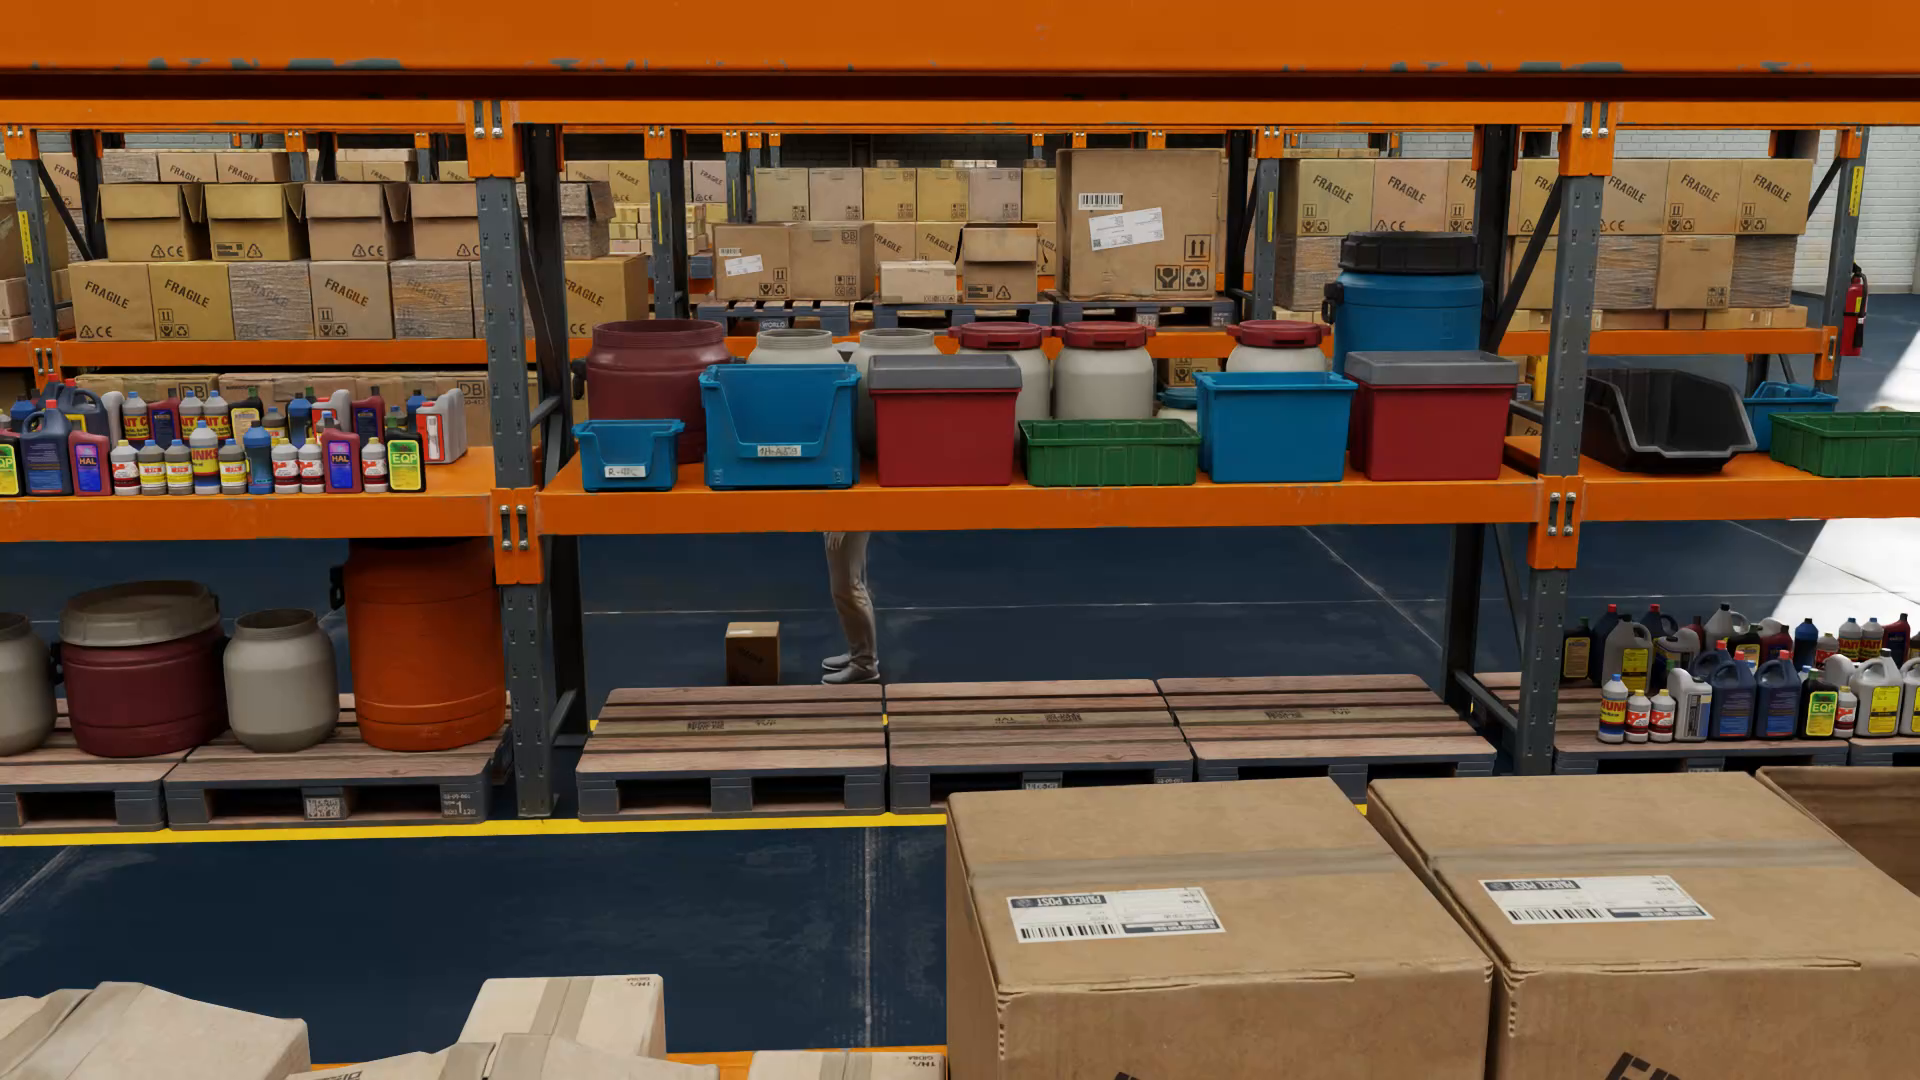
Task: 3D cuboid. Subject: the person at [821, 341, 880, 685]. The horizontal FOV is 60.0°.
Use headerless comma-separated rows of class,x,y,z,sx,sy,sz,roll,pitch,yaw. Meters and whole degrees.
person,-0.547,-0.123,8.027,0.328,1.670,0.469,-1,14,-2
